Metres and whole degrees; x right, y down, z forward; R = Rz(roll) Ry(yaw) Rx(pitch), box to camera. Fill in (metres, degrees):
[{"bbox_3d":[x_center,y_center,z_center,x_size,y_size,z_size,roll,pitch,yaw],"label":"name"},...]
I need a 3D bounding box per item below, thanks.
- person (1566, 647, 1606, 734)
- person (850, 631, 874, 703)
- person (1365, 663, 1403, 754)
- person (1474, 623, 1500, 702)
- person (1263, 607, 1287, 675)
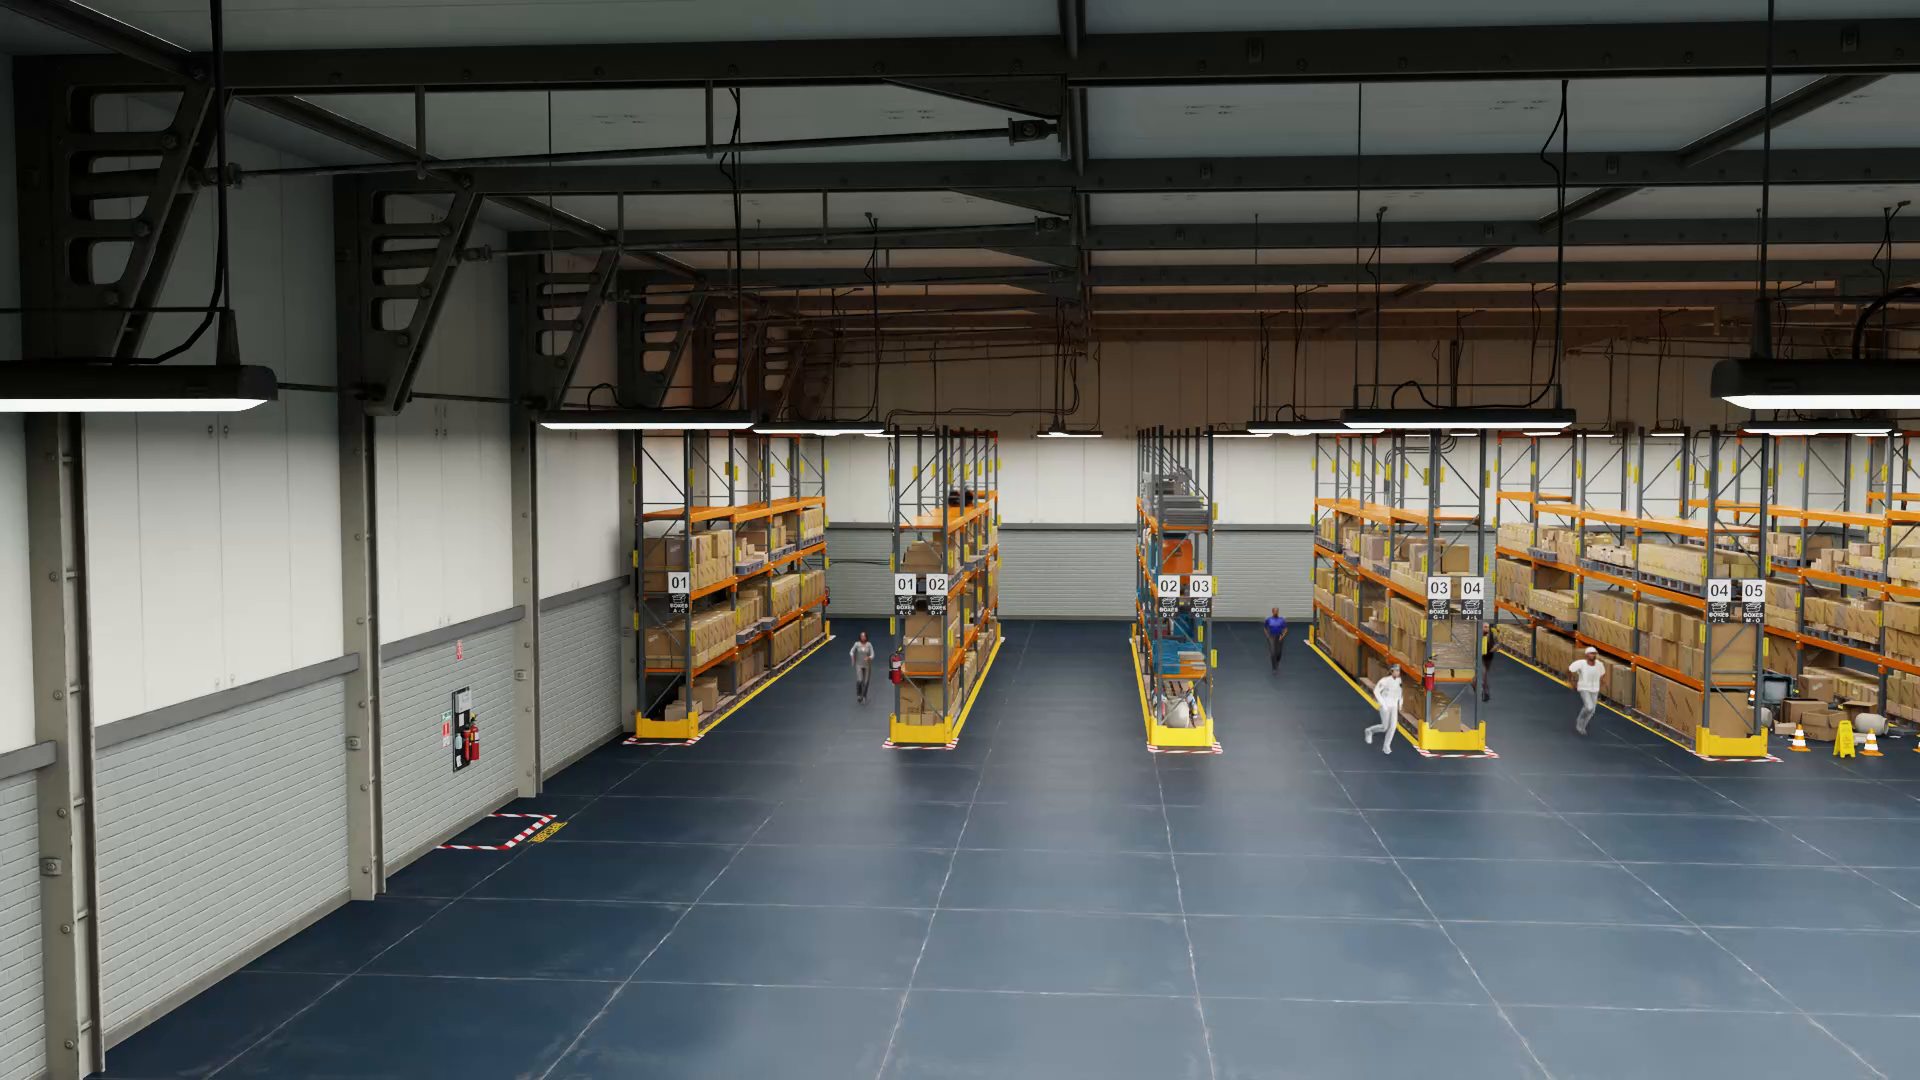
[{"bbox_3d":[12.169,2.916,32.163,0.695,1.717,0.644,-1,3,-10],"label":"person"},{"bbox_3d":[-2.106,2.767,35.944,0.511,1.548,0.633,-1,3,-8],"label":"person"},{"bbox_3d":[7.885,3.073,30.697,0.652,1.649,0.717,-2,4,-30],"label":"person"},{"bbox_3d":[11.584,2.668,36.829,0.660,1.731,1.045,0,3,-4],"label":"person"},{"bbox_3d":[7.741,2.460,40.861,0.590,1.640,0.720,0,3,6],"label":"person"}]
